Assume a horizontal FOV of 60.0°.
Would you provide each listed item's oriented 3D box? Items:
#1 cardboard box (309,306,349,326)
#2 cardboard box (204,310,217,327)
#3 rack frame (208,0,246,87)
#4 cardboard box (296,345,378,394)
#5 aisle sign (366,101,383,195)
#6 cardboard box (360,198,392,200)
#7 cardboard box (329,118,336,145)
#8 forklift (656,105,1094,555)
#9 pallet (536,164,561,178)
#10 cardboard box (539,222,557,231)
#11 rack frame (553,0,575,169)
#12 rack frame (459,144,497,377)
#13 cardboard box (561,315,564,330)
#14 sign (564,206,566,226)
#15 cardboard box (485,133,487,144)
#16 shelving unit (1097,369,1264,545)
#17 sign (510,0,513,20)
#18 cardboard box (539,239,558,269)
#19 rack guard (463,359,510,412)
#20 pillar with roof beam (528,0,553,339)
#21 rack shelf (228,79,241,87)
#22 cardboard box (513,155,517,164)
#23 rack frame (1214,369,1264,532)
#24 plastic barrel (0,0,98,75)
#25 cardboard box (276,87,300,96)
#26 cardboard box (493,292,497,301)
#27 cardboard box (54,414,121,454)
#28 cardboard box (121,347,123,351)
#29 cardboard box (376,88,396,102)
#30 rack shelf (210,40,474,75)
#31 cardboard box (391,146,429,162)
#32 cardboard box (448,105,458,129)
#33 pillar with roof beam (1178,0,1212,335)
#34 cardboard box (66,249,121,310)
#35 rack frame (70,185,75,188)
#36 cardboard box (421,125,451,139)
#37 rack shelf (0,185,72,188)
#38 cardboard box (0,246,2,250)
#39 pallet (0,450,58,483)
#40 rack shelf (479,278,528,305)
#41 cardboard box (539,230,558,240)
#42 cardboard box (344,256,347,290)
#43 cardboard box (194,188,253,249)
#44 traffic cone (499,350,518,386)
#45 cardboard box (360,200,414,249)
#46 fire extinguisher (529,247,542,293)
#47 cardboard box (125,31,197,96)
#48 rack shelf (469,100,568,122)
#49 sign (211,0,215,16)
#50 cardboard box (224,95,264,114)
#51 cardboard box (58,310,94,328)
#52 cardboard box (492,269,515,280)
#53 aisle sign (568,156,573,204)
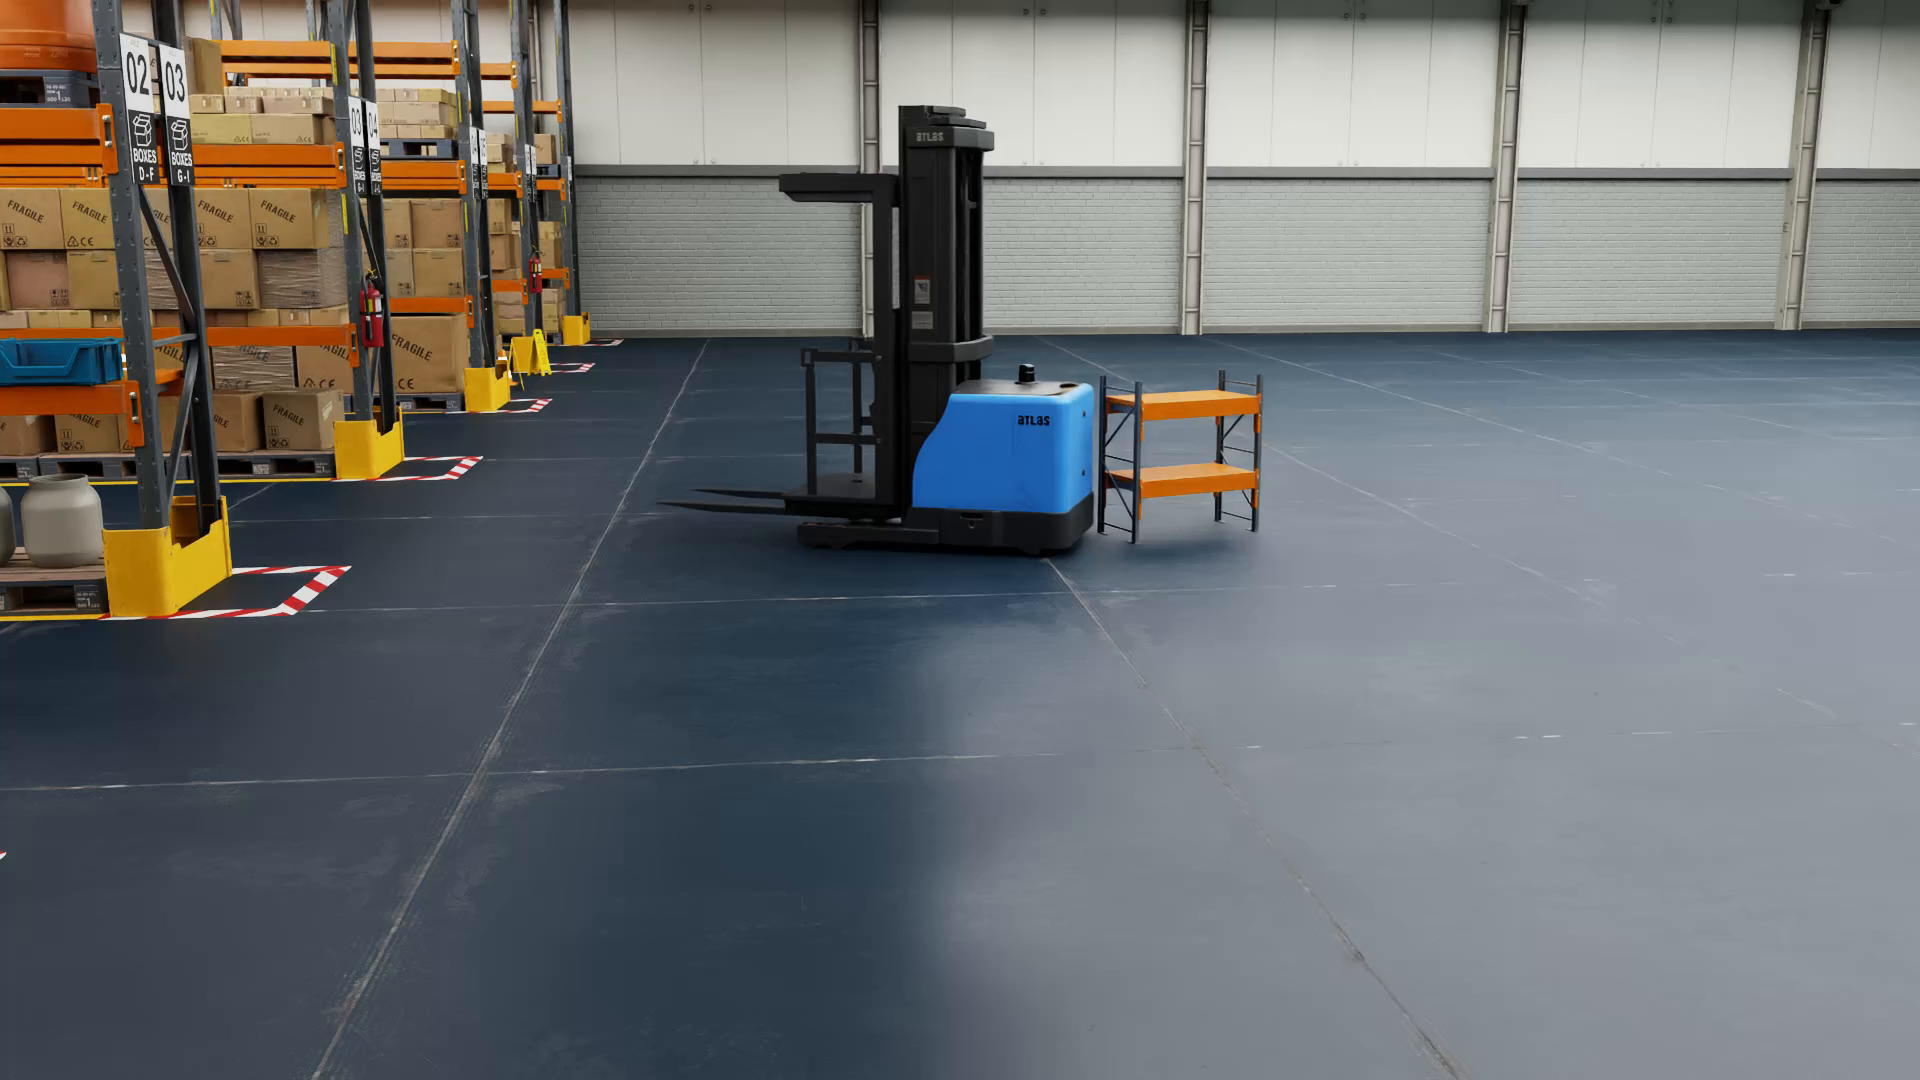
[{"bbox_3d":[-5.442,-1.939,14.374,0.250,0.149,0.380,-1,11,-6],"label":"cardboard box"},{"bbox_3d":[-6.436,-1.919,14.274,0.250,0.149,0.380,-1,11,-6],"label":"cardboard box"},{"bbox_3d":[-10.227,-6.868,23.246,0.127,3.000,1.000,-1,11,-6],"label":"rack frame"},{"bbox_3d":[-7.157,-2.179,19.363,0.875,0.875,0.875,-1,11,-7],"label":"cardboard box"},{"bbox_3d":[-5.151,-3.442,14.630,0.004,0.787,0.394,-1,11,-6],"label":"aisle sign"},{"bbox_3d":[-8.246,-4.618,23.728,0.500,0.500,0.700,-1,11,-6],"label":"cardboard box"},{"bbox_3d":[-5.687,-3.545,14.507,0.500,0.250,0.500,-1,11,-4],"label":"cardboard box"},{"bbox_3d":[-0.623,-1.474,11.539,3.031,2.935,1.130,3,12,15],"label":"forklift"},{"bbox_3d":[-7.496,-6.378,28.759,1.213,0.211,1.003,-1,11,-6],"label":"pallet"},{"bbox_3d":[-7.124,-5.425,28.745,0.250,0.149,0.380,-1,11,-6],"label":"cardboard box"},{"bbox_3d":[-6.790,-7.903,28.511,0.127,3.000,1.000,-1,11,-6],"label":"rack frame"},{"bbox_3d":[-5.616,-3.061,19.430,0.127,3.000,1.000,-1,11,-6],"label":"rack frame"},{"bbox_3d":[-7.300,-3.844,29.453,0.500,0.250,0.500,-1,11,-6],"label":"cardboard box"},{"bbox_3d":[-6.746,-5.540,28.424,0.005,0.325,0.100,-1,11,-6],"label":"sign"},{"bbox_3d":[-6.816,-5.686,23.592,0.250,0.149,0.380,-1,11,-5],"label":"cardboard box"},{"bbox_3d":[1.563,-0.609,11.817,1.048,1.125,0.538,-6,12,-26],"label":"shelving unit"},{"bbox_3d":[-6.211,-7.381,23.020,0.005,0.325,0.100,-1,11,-6],"label":"sign"},{"bbox_3d":[-7.251,-4.948,28.772,0.500,0.500,0.500,-1,11,-7],"label":"cardboard box"},{"bbox_3d":[-5.592,-1.835,19.674,0.348,0.500,1.175,-1,11,-6],"label":"rack guard"},{"bbox_3d":[-7.115,-7.236,25.117,0.400,9.000,9.100,-1,11,-6],"label":"pillar with roof beam"},{"bbox_3d":[-12.216,-6.277,23.142,4.000,0.370,1.077,-1,11,-6],"label":"rack shelf"},{"bbox_3d":[-7.581,-6.488,28.390,0.250,0.149,0.380,-2,11,-8],"label":"cardboard box"},{"bbox_3d":[2.017,-0.653,12.042,0.032,1.125,0.500,-6,12,-26],"label":"rack frame"},{"bbox_3d":[-5.115,-3.012,9.203,0.708,0.830,0.600,-1,11,-6],"label":"plastic barrel"},{"bbox_3d":[-7.430,-4.952,18.510,0.250,0.149,0.380,-1,11,-6],"label":"cardboard box"},{"bbox_3d":[-8.222,-4.214,28.742,0.500,0.250,0.500,-1,11,-5],"label":"cardboard box"},{"bbox_3d":[-7.578,-1.046,14.572,0.500,0.500,0.500,-2,11,-11],"label":"cardboard box"},{"bbox_3d":[-12.154,-2.799,23.824,0.625,0.372,0.950,-1,11,-4],"label":"cardboard box"},{"bbox_3d":[-6.417,-4.973,18.619,0.250,0.149,0.380,-1,11,-5],"label":"cardboard box"},{"bbox_3d":[-7.604,-5.414,18.748,4.000,0.370,1.077,-1,11,-6],"label":"rack shelf"},{"bbox_3d":[-7.746,-5.468,23.516,0.500,0.250,0.500,-1,11,-4],"label":"cardboard box"},{"bbox_3d":[-6.123,-4.899,19.276,0.500,0.250,0.500,-1,11,-6],"label":"cardboard box"},{"bbox_3d":[4.815,-7.486,26.389,0.548,9.000,9.100,-1,11,-6],"label":"pillar with roof beam"},{"bbox_3d":[-7.214,-2.253,14.289,0.500,0.500,0.875,-1,11,-6],"label":"cardboard box"},{"bbox_3d":[-14.744,-4.793,28.242,0.127,3.000,1.000,-1,11,-6],"label":"rack frame"},{"bbox_3d":[-5.910,-4.593,18.749,0.250,0.149,0.380,-1,11,-6],"label":"cardboard box"},{"bbox_3d":[-16.732,-5.870,27.810,4.000,0.370,1.077,-1,11,-6],"label":"rack shelf"},{"bbox_3d":[-8.185,-2.681,13.877,0.500,0.500,0.500,-1,11,-6],"label":"cardboard box"},{"bbox_3d":[-8.493,-0.677,14.532,1.213,0.211,1.003,-1,11,-6],"label":"pallet"},{"bbox_3d":[-8.239,-3.613,24.106,4.000,0.370,1.077,-1,11,-6],"label":"rack shelf"},{"bbox_3d":[-7.105,-5.266,28.707,0.250,0.149,0.380,-1,11,-5],"label":"cardboard box"},{"bbox_3d":[-7.094,-3.115,19.316,0.550,0.550,0.875,-1,11,-6],"label":"cardboard box"},{"bbox_3d":[-6.197,-2.723,14.088,0.500,0.500,0.500,-1,11,-6],"label":"cardboard box"},{"bbox_3d":[-6.081,-2.301,22.142,0.334,0.463,0.336,-1,11,-6],"label":"traffic cone"},{"bbox_3d":[-6.526,-3.635,19.162,0.550,0.550,0.875,-1,11,-6],"label":"cardboard box"},{"bbox_3d":[-6.087,-3.884,23.818,0.183,0.674,0.296,-1,11,-6],"label":"fire extinguisher"},{"bbox_3d":[-6.694,-3.939,13.794,0.500,0.500,0.500,-1,11,-6],"label":"cardboard box"},{"bbox_3d":[-8.779,-7.313,28.407,4.000,0.370,1.077,-1,11,-6],"label":"rack shelf"},{"bbox_3d":[-10.162,-7.298,22.599,0.005,0.325,0.100,-1,11,-6],"label":"sign"},{"bbox_3d":[-5.954,-3.626,13.885,0.250,0.149,0.380,-2,11,-9],"label":"cardboard box"},{"bbox_3d":[-7.421,-1.881,14.083,0.250,0.149,0.380,-1,11,-6],"label":"cardboard box"},{"bbox_3d":[-6.599,-3.836,24.024,0.250,0.149,0.380,-1,11,-4],"label":"cardboard box"},{"bbox_3d":[-6.693,-6.180,28.559,0.004,0.787,0.394,-1,11,-6],"label":"aisle sign"}]
